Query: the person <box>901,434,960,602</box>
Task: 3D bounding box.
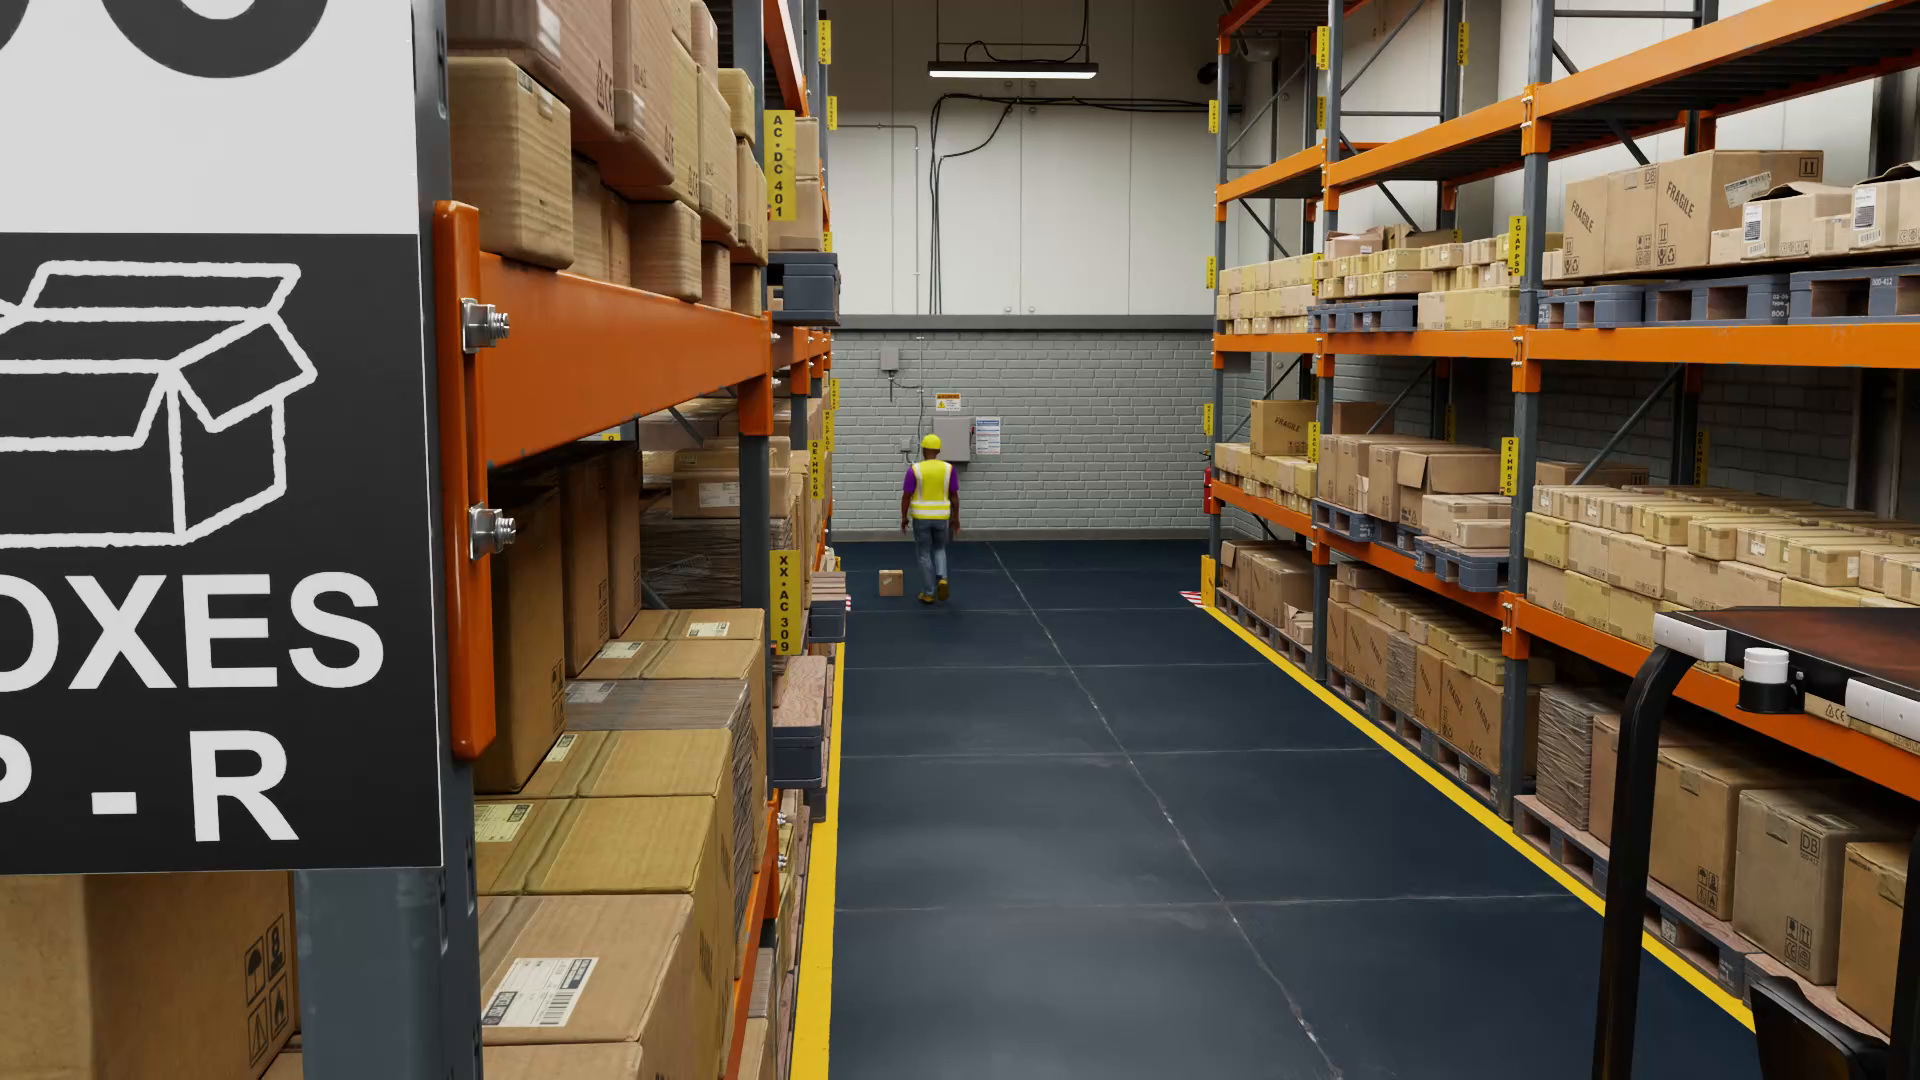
[{"bbox_3d":[-0.328,-0.229,17.459,0.620,1.770,0.469,-2,7,-17],"label":"person"}]
